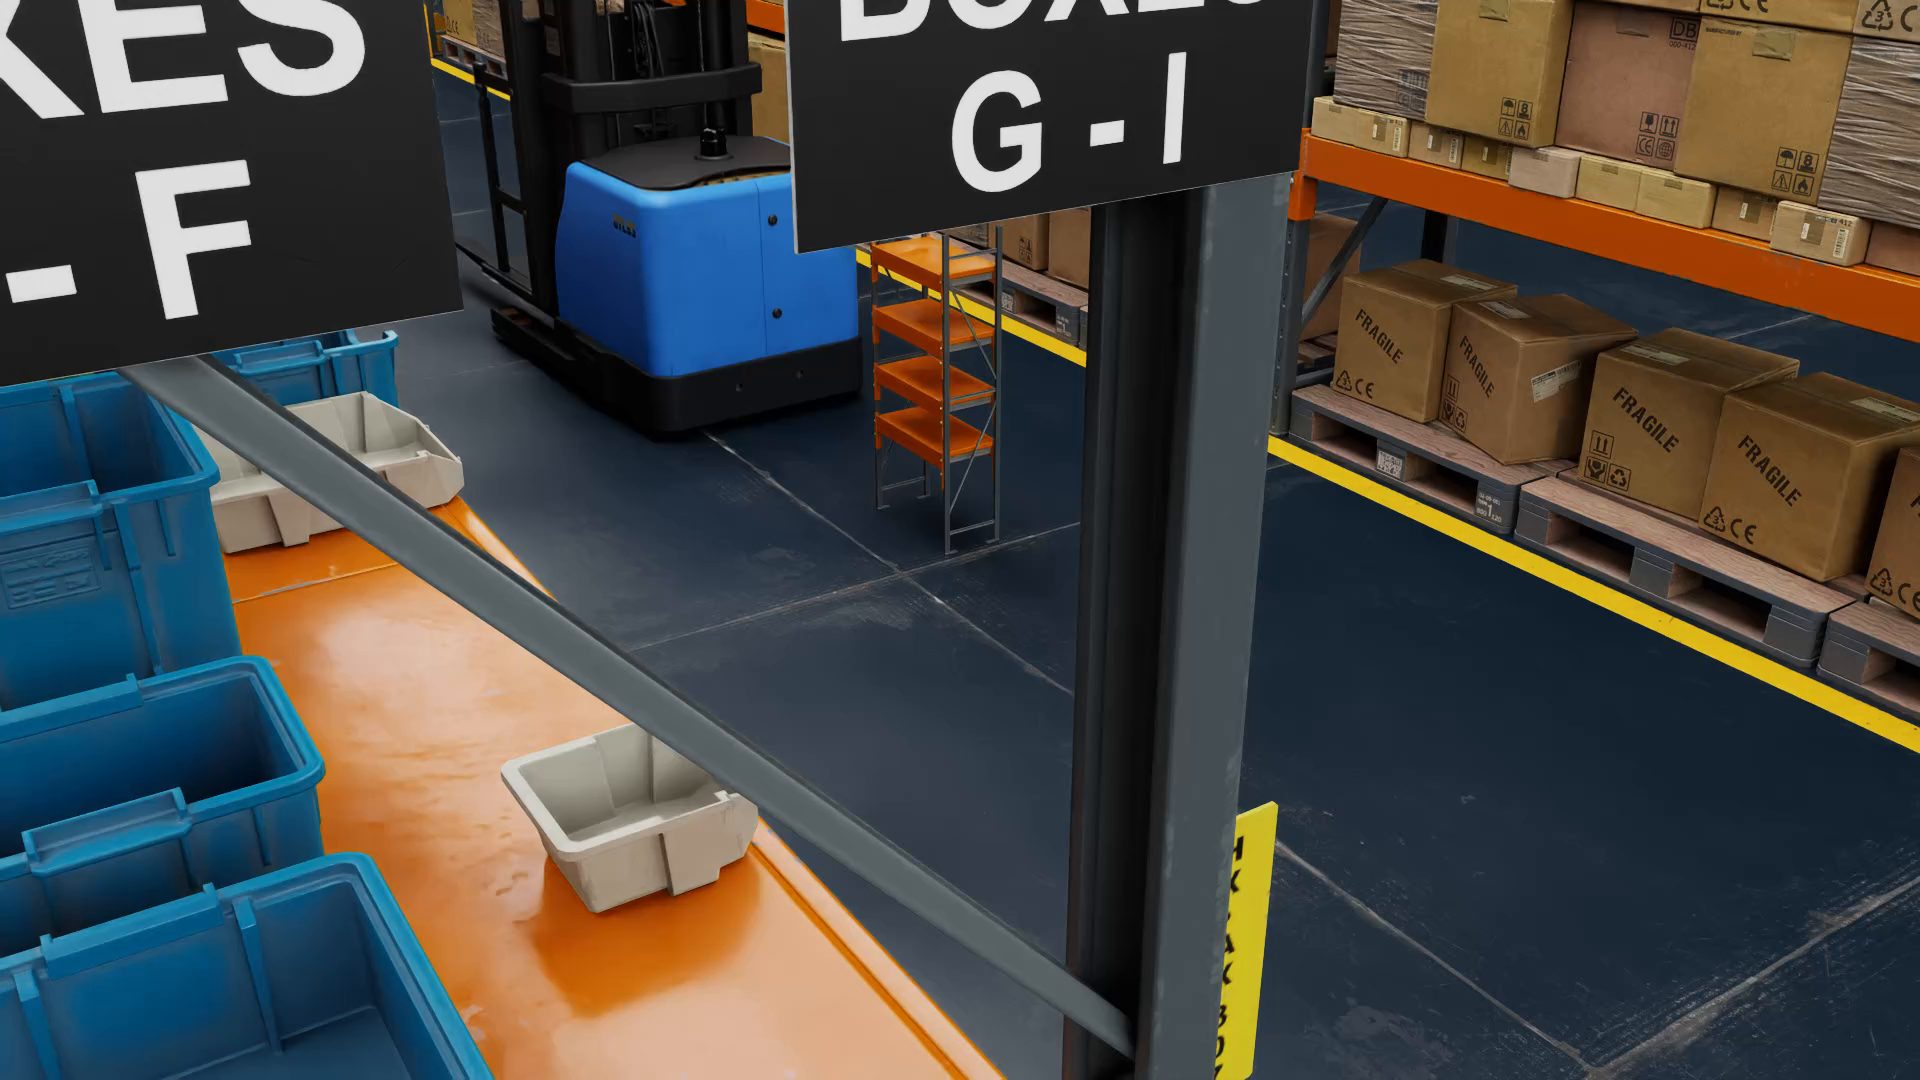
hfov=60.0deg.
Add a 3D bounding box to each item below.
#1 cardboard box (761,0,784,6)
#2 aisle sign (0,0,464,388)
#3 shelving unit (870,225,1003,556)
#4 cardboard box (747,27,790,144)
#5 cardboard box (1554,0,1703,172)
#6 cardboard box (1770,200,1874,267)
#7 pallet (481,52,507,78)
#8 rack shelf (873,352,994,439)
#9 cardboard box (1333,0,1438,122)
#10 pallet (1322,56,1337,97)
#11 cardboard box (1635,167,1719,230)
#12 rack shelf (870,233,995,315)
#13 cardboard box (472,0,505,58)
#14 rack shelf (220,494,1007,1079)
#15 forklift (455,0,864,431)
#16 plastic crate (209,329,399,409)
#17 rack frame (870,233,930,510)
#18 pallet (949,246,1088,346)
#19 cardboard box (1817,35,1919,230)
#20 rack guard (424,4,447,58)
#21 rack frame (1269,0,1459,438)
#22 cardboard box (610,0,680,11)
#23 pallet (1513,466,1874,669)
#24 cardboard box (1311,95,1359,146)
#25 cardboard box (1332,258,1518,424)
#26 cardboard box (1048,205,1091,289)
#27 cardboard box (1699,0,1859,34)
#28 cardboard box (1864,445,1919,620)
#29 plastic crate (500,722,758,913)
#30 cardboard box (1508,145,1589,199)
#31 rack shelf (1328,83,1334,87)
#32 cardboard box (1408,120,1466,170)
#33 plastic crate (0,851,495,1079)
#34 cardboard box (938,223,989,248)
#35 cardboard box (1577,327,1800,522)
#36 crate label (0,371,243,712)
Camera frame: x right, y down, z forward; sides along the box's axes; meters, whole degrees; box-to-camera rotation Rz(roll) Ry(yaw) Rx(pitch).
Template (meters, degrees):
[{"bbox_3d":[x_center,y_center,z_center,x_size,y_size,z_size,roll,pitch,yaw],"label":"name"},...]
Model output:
[{"bbox_3d":[-0.909,-3.530,10.096,0.500,0.500,0.500,-15,29,-28],"label":"cardboard box"},{"bbox_3d":[-0.425,-0.431,0.603,0.394,0.787,0.004,-16,29,-30],"label":"aisle sign"},{"bbox_3d":[-0.090,-0.602,6.119,0.258,1.200,0.503,-16,29,-30],"label":"shelving unit"},{"bbox_3d":[-0.792,-2.846,10.763,1.225,0.875,0.875,-17,30,-32],"label":"cardboard box"},{"bbox_3d":[2.546,-1.597,5.653,0.875,0.500,0.500,-16,29,-30],"label":"cardboard box"},{"bbox_3d":[2.699,-0.956,5.057,0.380,0.149,0.250,-16,29,-30],"label":"cardboard box"},{"bbox_3d":[-3.636,-4.262,15.032,1.003,0.211,1.213,-16,29,-30],"label":"pallet"},{"bbox_3d":[-0.090,-0.541,6.148,0.258,0.148,0.480,-16,29,-30],"label":"rack shelf"},{"bbox_3d":[1.945,-1.939,6.379,0.875,0.500,0.500,-16,29,-30],"label":"cardboard box"},{"bbox_3d":[1.456,-2.155,7.527,1.003,0.211,1.213,-16,29,-30],"label":"pallet"},{"bbox_3d":[2.447,-1.141,5.447,0.380,0.149,0.250,-16,29,-30],"label":"cardboard box"},{"bbox_3d":[-0.090,-0.957,5.952,0.258,0.148,0.480,-16,29,-30],"label":"rack shelf"},{"bbox_3d":[-3.886,-4.920,15.156,0.875,0.875,0.875,-16,29,-30],"label":"cardboard box"},{"bbox_3d":[-1.307,0.260,3.028,1.077,0.370,4.000,-16,29,-30],"label":"rack shelf"},{"bbox_3d":[-1.697,-2.360,7.816,1.130,2.935,3.031,-17,30,-31],"label":"forklift"},{"bbox_3d":[-1.567,-0.381,3.717,0.499,0.251,0.616,-16,29,-30],"label":"plastic crate"},{"bbox_3d":[-0.224,-0.689,6.304,0.240,1.200,0.015,-16,29,-30],"label":"rack frame"},{"bbox_3d":[0.655,-1.389,8.945,1.003,0.211,1.213,-16,29,-30],"label":"pallet"},{"bbox_3d":[3.047,-1.227,4.870,0.875,0.500,0.500,-16,29,-30],"label":"cardboard box"},{"bbox_3d":[-4.813,-5.105,16.479,1.175,0.500,0.348,-16,29,-30],"label":"rack guard"},{"bbox_3d":[1.751,-1.935,6.835,1.000,3.000,0.127,-16,29,-30],"label":"rack frame"},{"bbox_3d":[-1.761,-3.482,12.109,1.225,0.875,0.875,-17,30,-31],"label":"cardboard box"},{"bbox_3d":[2.818,-0.005,6.014,1.003,0.211,1.213,-16,29,-30],"label":"pallet"},{"bbox_3d":[1.617,-1.674,6.577,0.380,0.149,0.250,-16,29,-30],"label":"cardboard box"},{"bbox_3d":[1.936,-0.842,6.956,0.500,0.500,0.500,-17,30,-31],"label":"cardboard box"},{"bbox_3d":[0.884,-1.603,8.545,0.700,0.500,0.500,-18,31,-34],"label":"cardboard box"},{"bbox_3d":[2.613,-1.813,4.940,0.500,0.500,0.500,-16,29,-30],"label":"cardboard box"},{"bbox_3d":[3.253,0.003,5.166,0.500,0.500,0.500,-8,26,-16],"label":"cardboard box"},{"bbox_3d":[-0.434,0.374,2.252,0.298,0.136,0.250,-16,29,-30],"label":"plastic crate"},{"bbox_3d":[2.148,-1.313,5.811,0.380,0.149,0.250,-16,29,-30],"label":"cardboard box"},{"bbox_3d":[0.659,-2.325,8.504,1.077,0.370,4.000,-16,29,-30],"label":"rack shelf"},{"bbox_3d":[1.902,-1.499,6.206,0.380,0.149,0.250,-16,29,-30],"label":"cardboard box"},{"bbox_3d":[-0.739,0.608,1.623,0.499,0.251,0.616,-16,29,-30],"label":"plastic crate"},{"bbox_3d":[0.264,-2.004,9.394,0.700,0.500,0.500,-18,31,-34],"label":"cardboard box"},{"bbox_3d":[2.660,-0.435,6.094,0.500,0.500,0.500,-19,31,-34],"label":"cardboard box"},{"bbox_3d":[-1.446,0.039,2.613,0.502,0.435,0.616,-16,29,-30],"label":"crate label"}]
